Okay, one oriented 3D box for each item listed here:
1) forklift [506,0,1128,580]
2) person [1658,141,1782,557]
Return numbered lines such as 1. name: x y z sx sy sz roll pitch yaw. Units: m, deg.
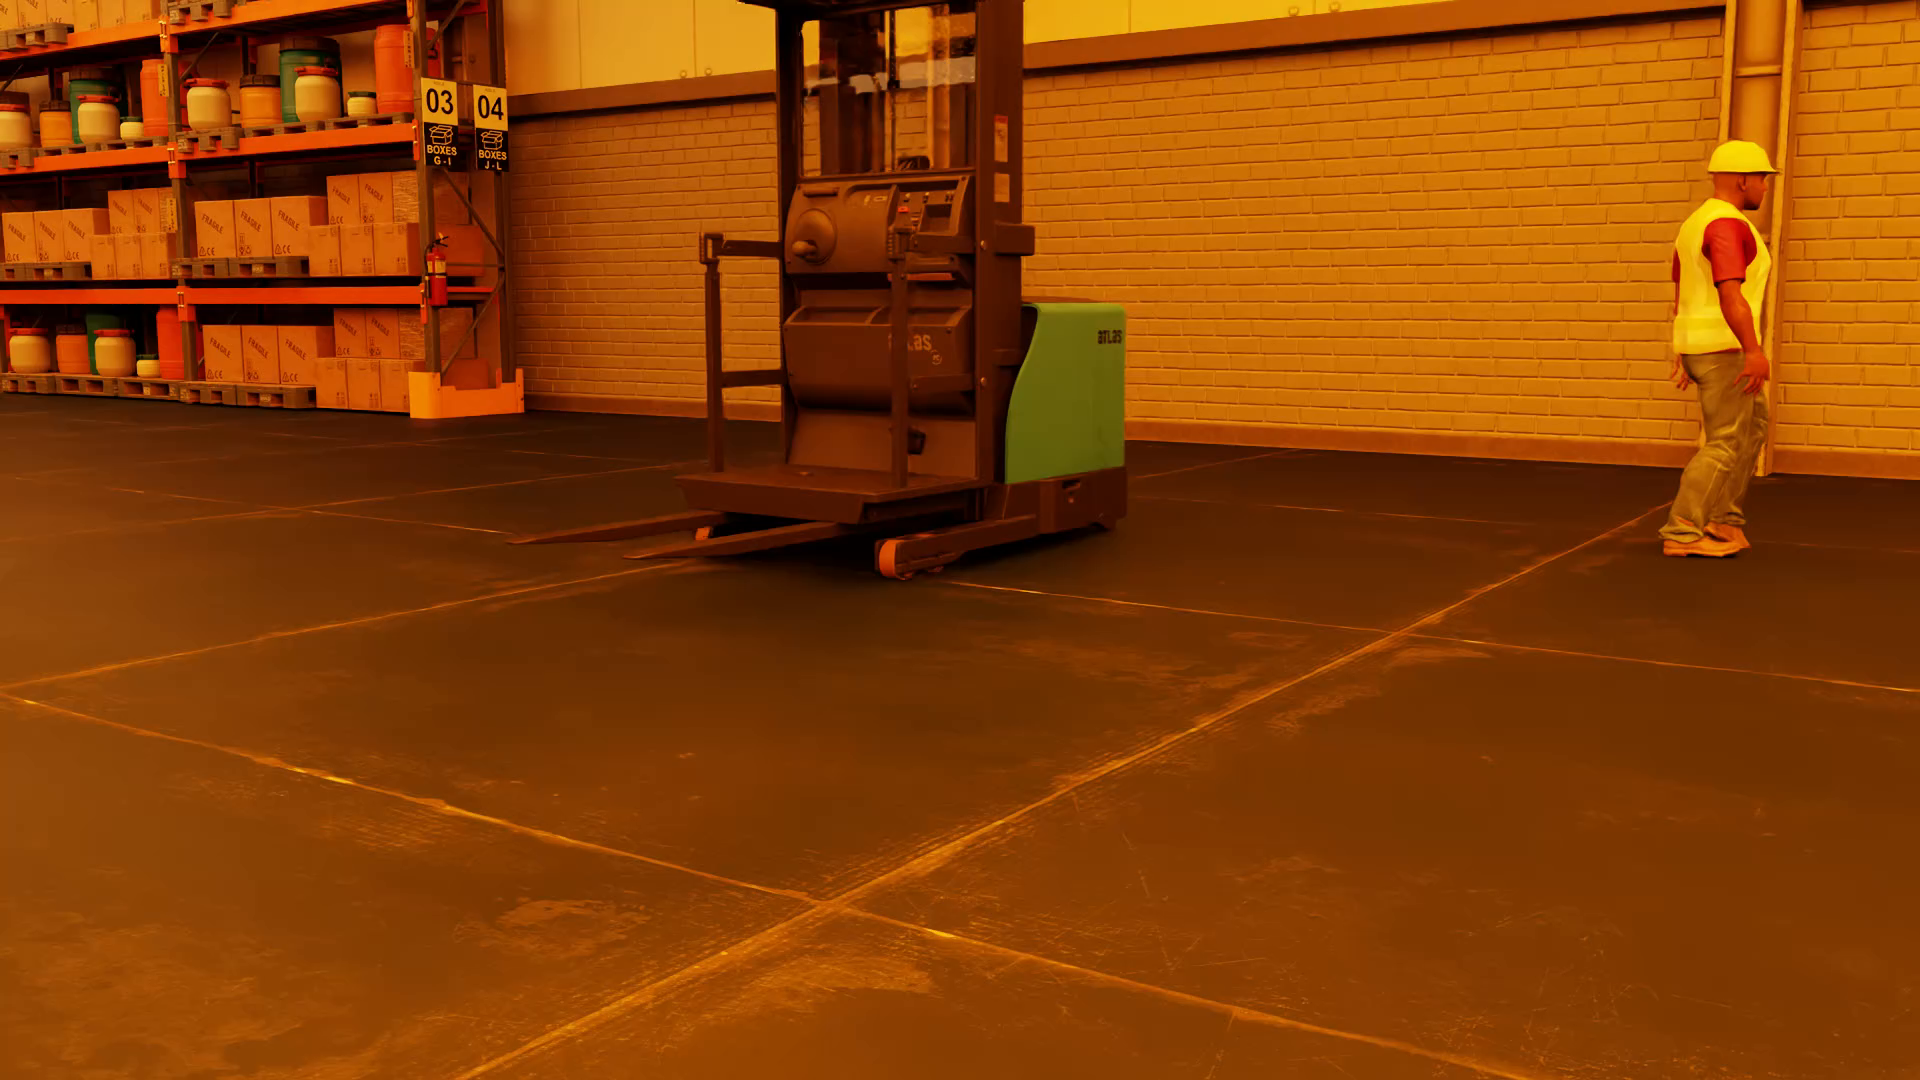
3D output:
1. forklift: -0.478 -1.369 6.820 1.130 2.935 3.031 6 10 36
2. person: 3.267 -0.772 7.073 0.512 1.808 0.672 1 8 9
